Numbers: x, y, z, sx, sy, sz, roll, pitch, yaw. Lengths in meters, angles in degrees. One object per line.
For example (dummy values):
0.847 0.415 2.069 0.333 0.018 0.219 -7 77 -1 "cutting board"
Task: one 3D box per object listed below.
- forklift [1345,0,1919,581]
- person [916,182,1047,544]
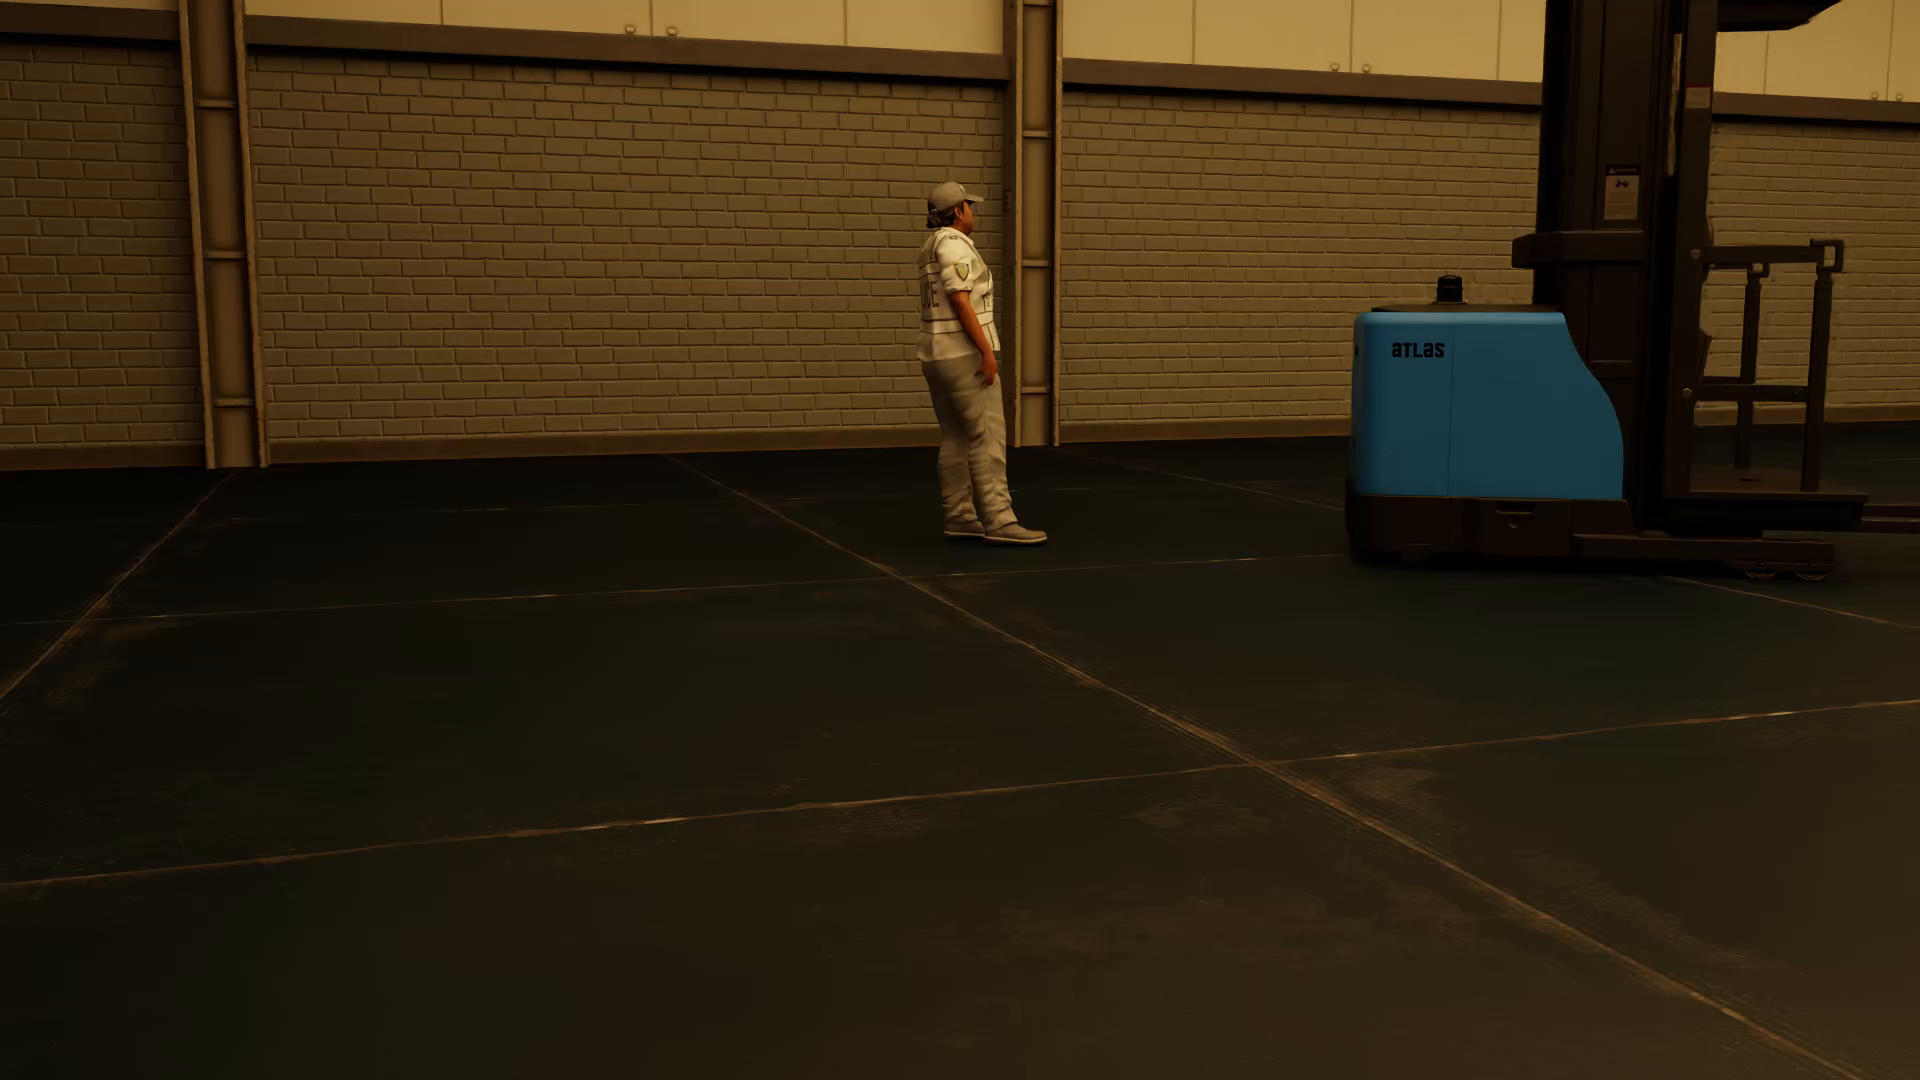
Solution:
3.255 -1.365 7.085 3.031 2.935 1.130 1 8 10 "forklift"
0.080 -0.834 7.814 0.529 1.670 0.599 -3 8 -18 "person"
